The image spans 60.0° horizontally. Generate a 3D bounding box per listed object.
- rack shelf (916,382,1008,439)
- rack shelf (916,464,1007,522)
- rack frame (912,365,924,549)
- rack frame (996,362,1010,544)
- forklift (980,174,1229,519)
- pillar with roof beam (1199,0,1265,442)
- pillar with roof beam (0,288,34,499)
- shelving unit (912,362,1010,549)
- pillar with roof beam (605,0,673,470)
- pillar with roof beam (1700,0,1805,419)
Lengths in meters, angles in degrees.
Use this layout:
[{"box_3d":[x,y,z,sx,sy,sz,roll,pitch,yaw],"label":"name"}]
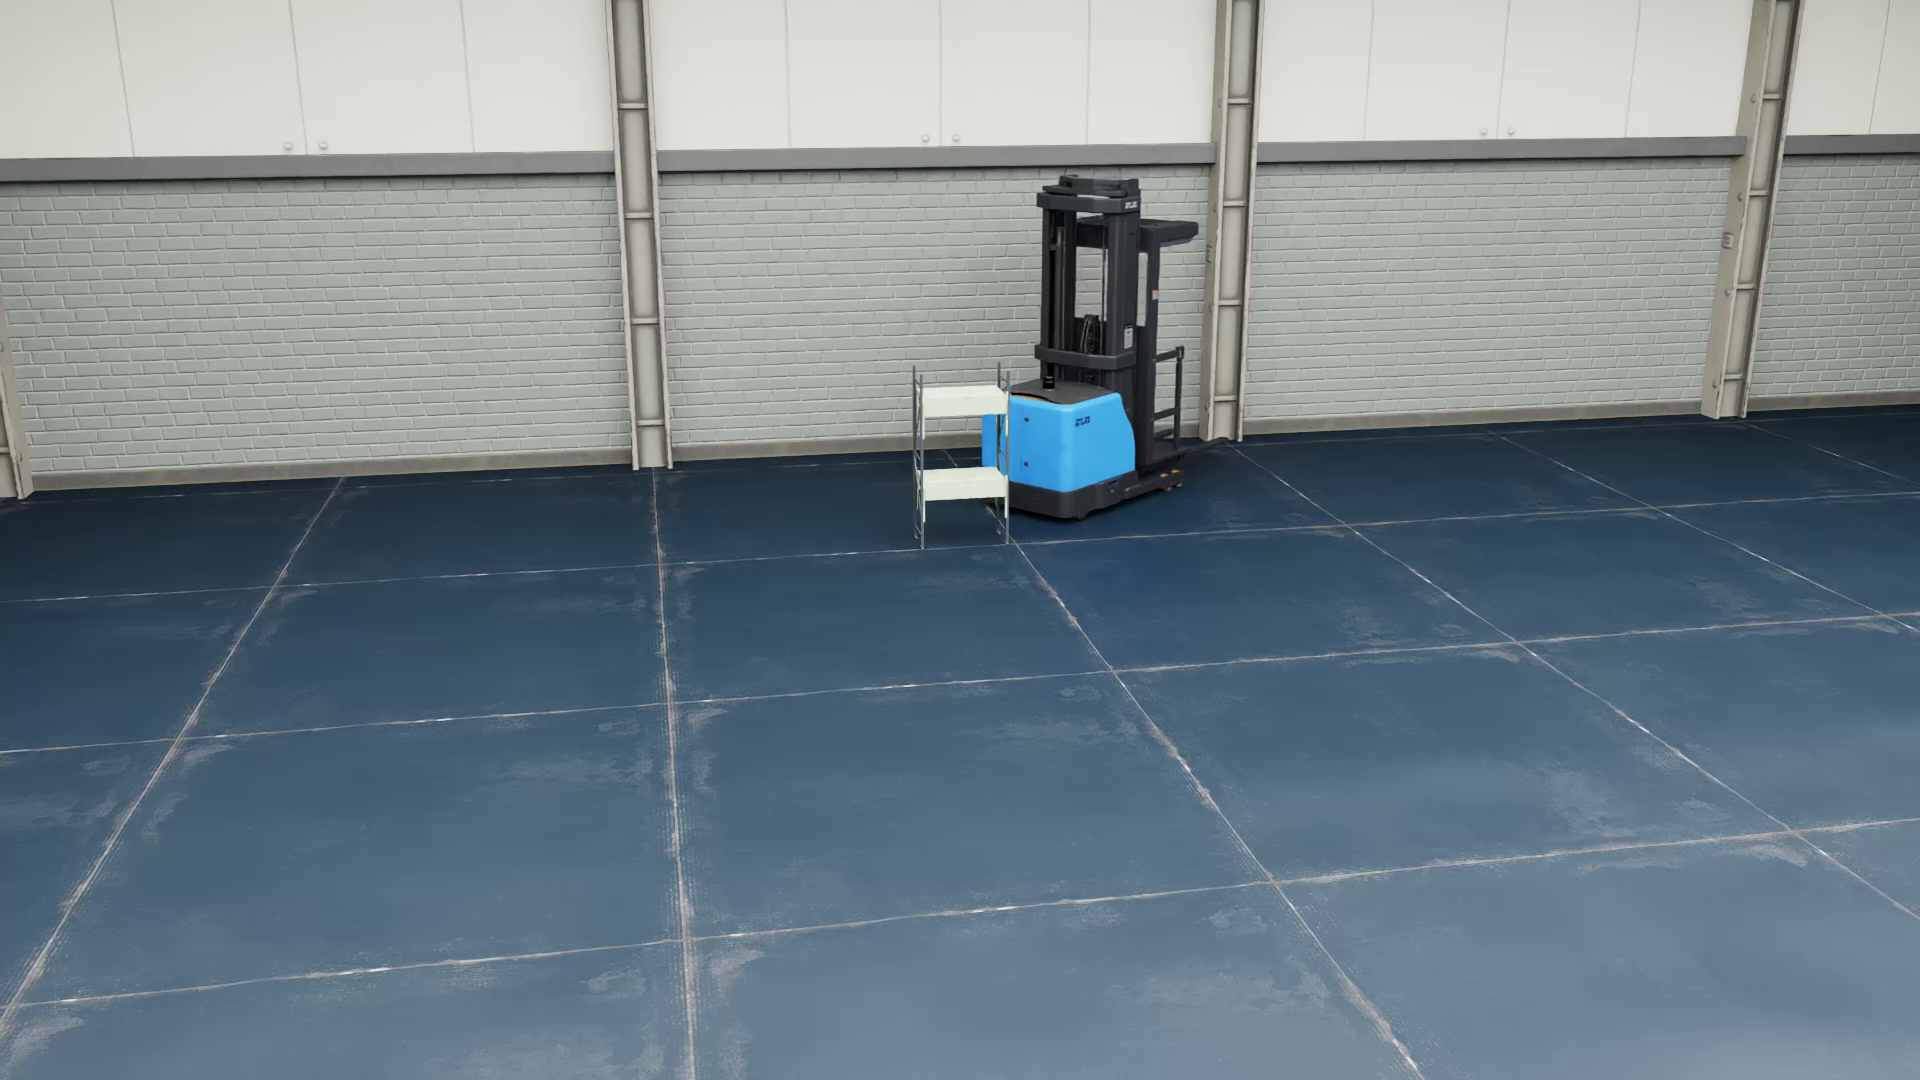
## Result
[{"box_3d":[0.007,-1.090,13.978,0.720,0.370,0.431,-3,17,-10],"label":"rack shelf"},{"box_3d":[0.007,-0.406,14.189,0.720,0.370,0.431,-3,17,-10],"label":"rack shelf"},{"box_3d":[-0.353,-0.697,14.026,0.023,1.500,0.400,-3,17,-10],"label":"rack frame"},{"box_3d":[0.366,-0.738,14.159,0.023,1.500,0.400,-3,17,-10],"label":"rack frame"},{"box_3d":[1.515,-1.950,15.667,1.130,2.935,3.031,14,22,38],"label":"forklift"},{"box_3d":[3.610,-4.149,12.495,0.400,9.000,9.100,-3,17,-10],"label":"pillar with roof beam"},{"box_3d":[-8.172,-3.481,10.318,0.400,9.000,9.100,-3,17,-10],"label":"pillar with roof beam"},{"box_3d":[0.007,-0.717,14.093,0.755,1.500,0.431,-3,17,-10],"label":"shelving unit"},{"box_3d":[-2.281,-3.815,11.406,0.400,9.000,9.100,-3,17,-10],"label":"pillar with roof beam"},{"box_3d":[9.501,-4.484,13.583,0.400,9.000,9.100,-3,17,-10],"label":"pillar with roof beam"}]
